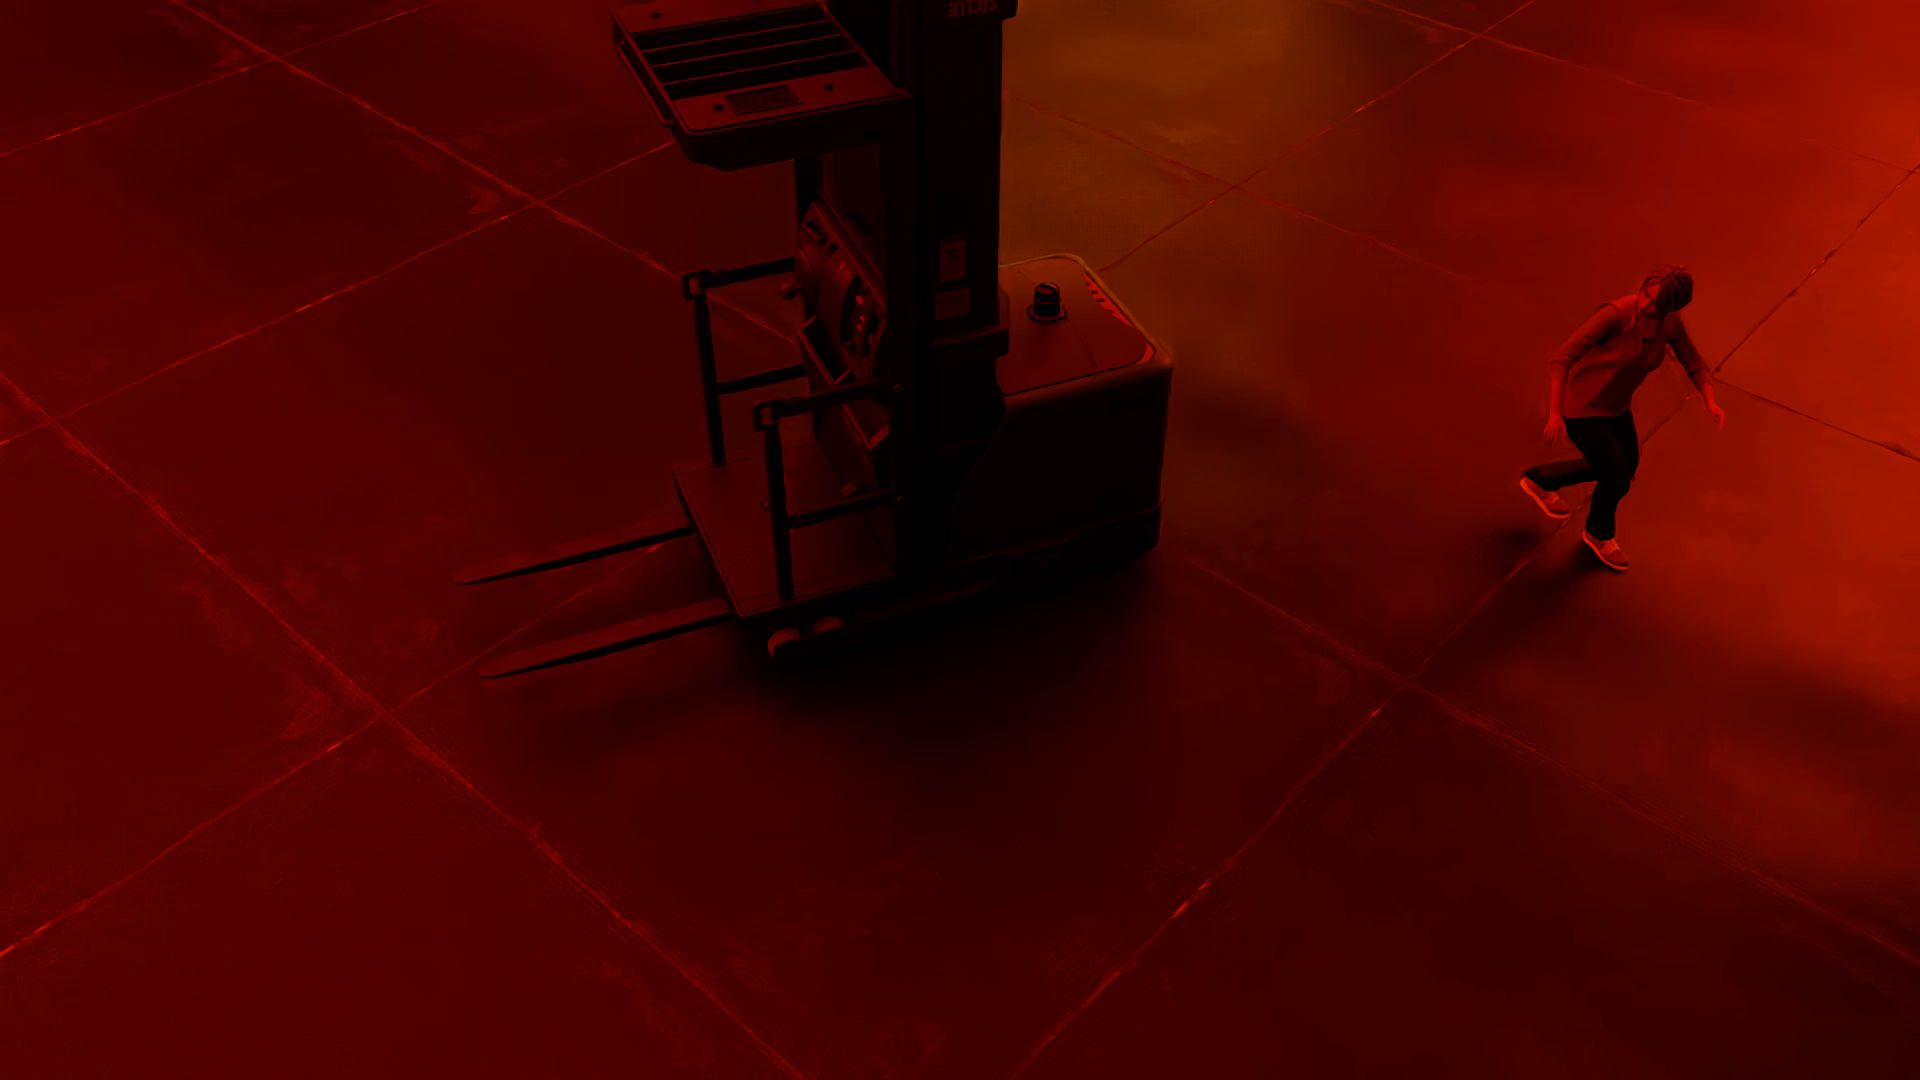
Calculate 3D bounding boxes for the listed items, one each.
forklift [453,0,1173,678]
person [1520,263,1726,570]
[{"bbox_3d":[-0.660,-0.968,6.557,3.031,2.935,1.130,-15,43,-17],"label":"forklift"},{"bbox_3d":[2.814,-0.504,7.147,0.745,1.478,0.770,-22,45,-24],"label":"person"}]
